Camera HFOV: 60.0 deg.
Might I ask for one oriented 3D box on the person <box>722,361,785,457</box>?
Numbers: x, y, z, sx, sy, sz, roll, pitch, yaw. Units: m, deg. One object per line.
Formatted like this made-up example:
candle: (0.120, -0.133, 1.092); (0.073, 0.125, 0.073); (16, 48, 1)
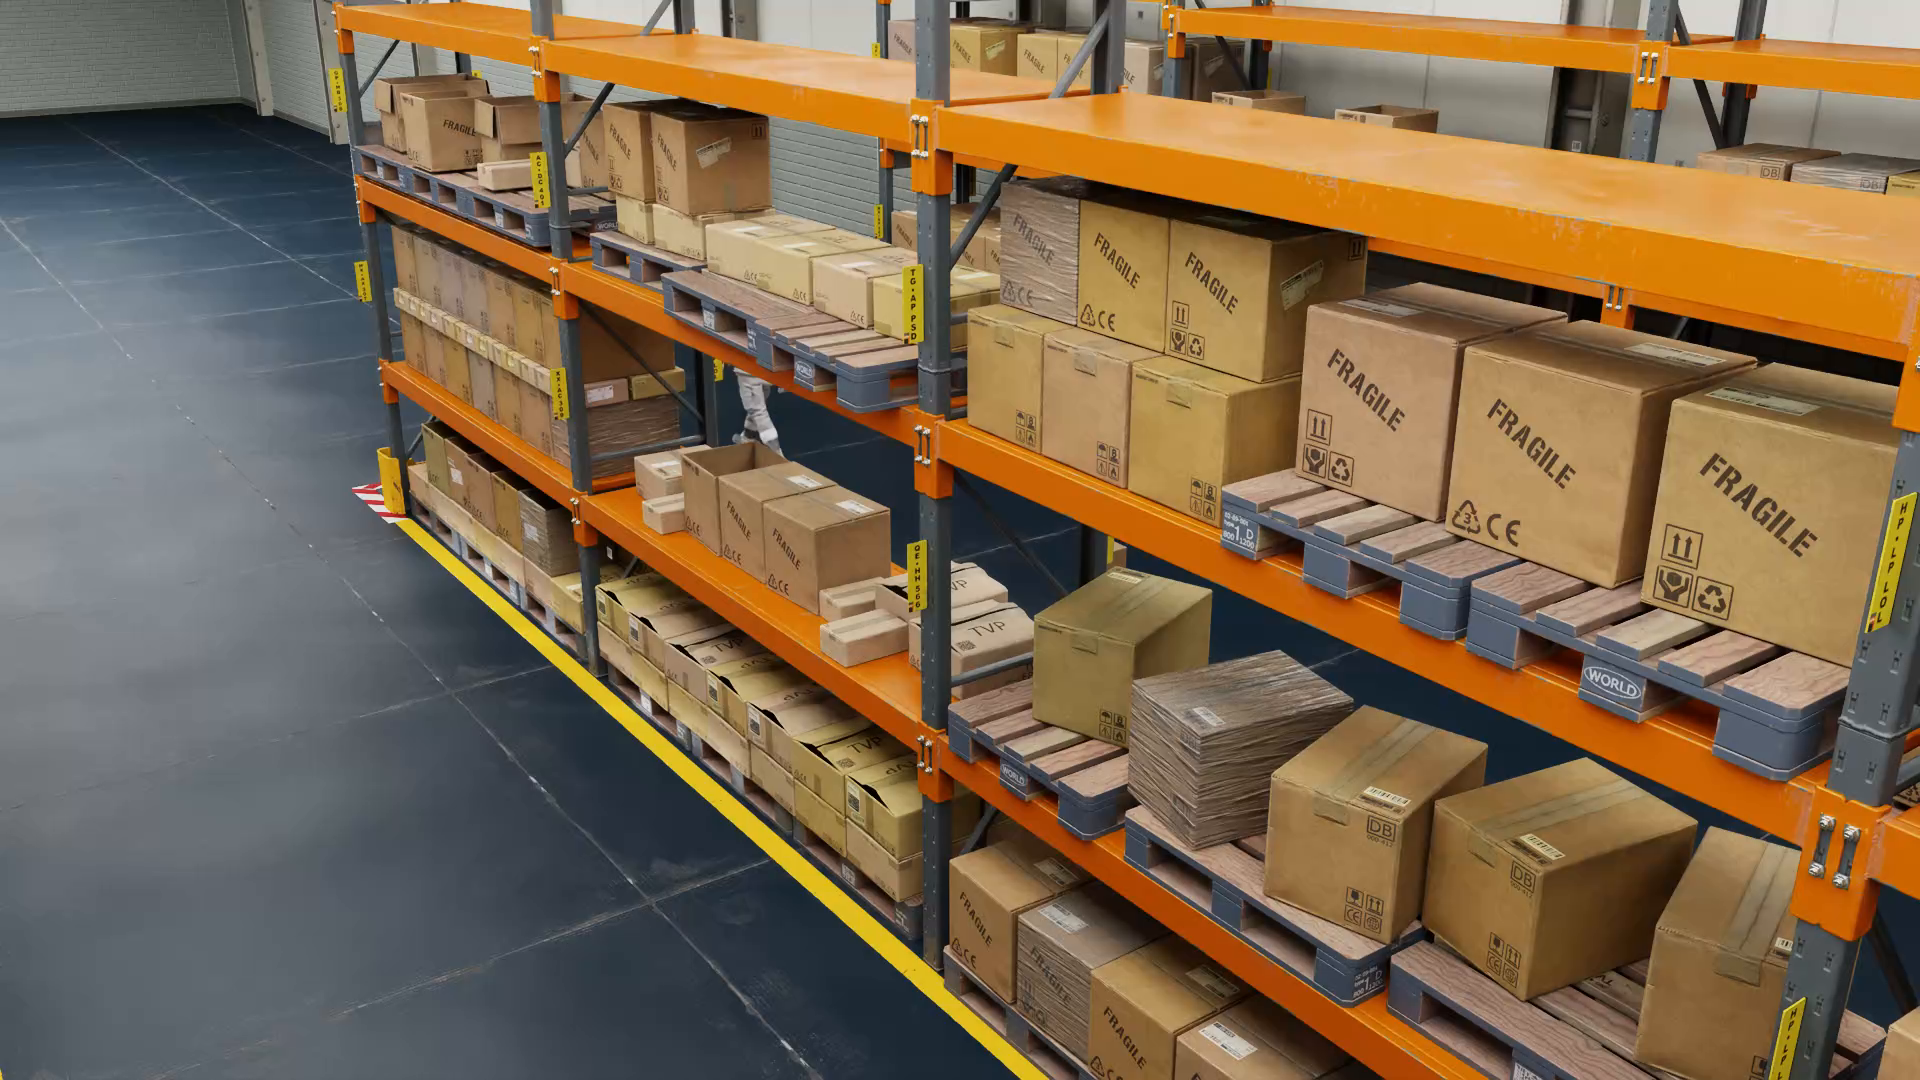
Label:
person: (-1.891, -1.552, 15.052); (0.528, 1.733, 1.056); (-16, 26, -35)
